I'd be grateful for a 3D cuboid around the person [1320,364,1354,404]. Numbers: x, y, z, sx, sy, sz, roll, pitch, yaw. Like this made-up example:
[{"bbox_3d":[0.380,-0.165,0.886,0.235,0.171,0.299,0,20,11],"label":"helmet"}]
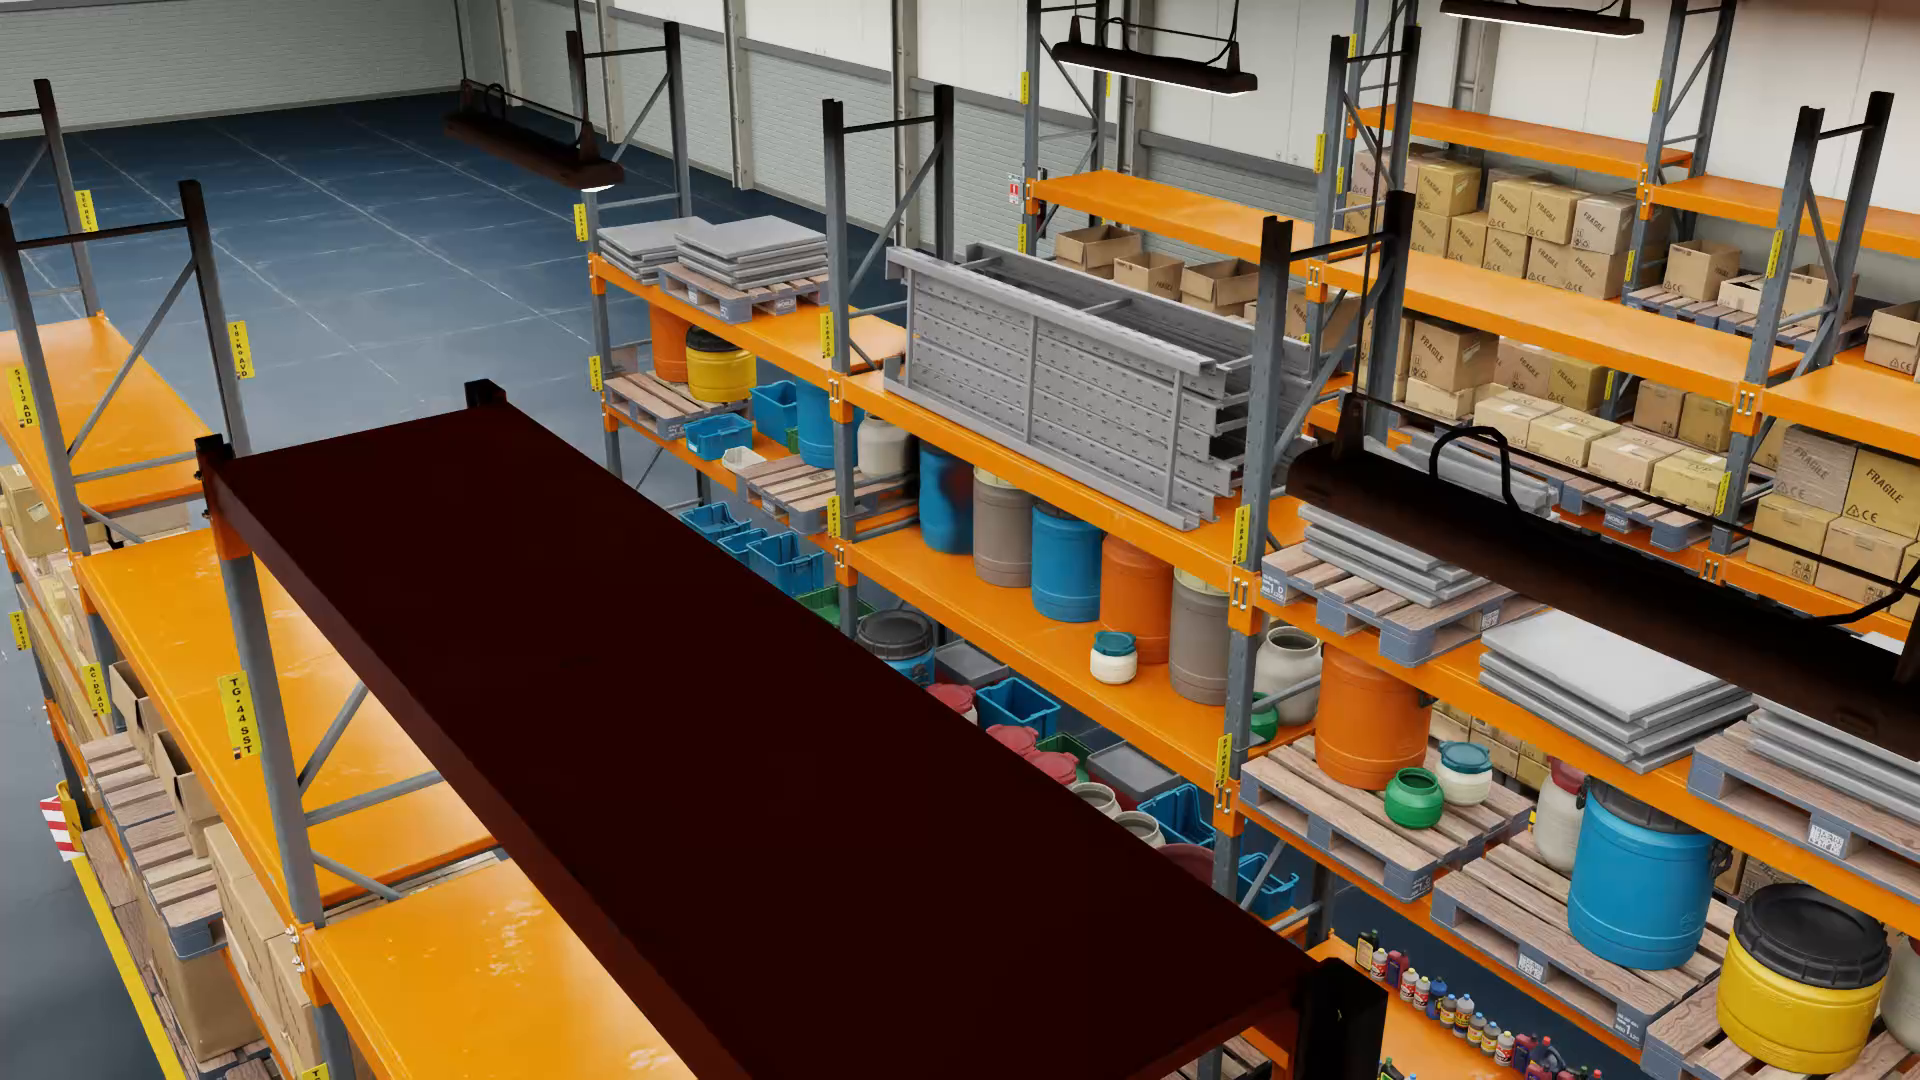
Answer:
[{"bbox_3d":[4.545,-1.382,19.830,0.556,1.769,0.677,-2,25,-5],"label":"person"}]
